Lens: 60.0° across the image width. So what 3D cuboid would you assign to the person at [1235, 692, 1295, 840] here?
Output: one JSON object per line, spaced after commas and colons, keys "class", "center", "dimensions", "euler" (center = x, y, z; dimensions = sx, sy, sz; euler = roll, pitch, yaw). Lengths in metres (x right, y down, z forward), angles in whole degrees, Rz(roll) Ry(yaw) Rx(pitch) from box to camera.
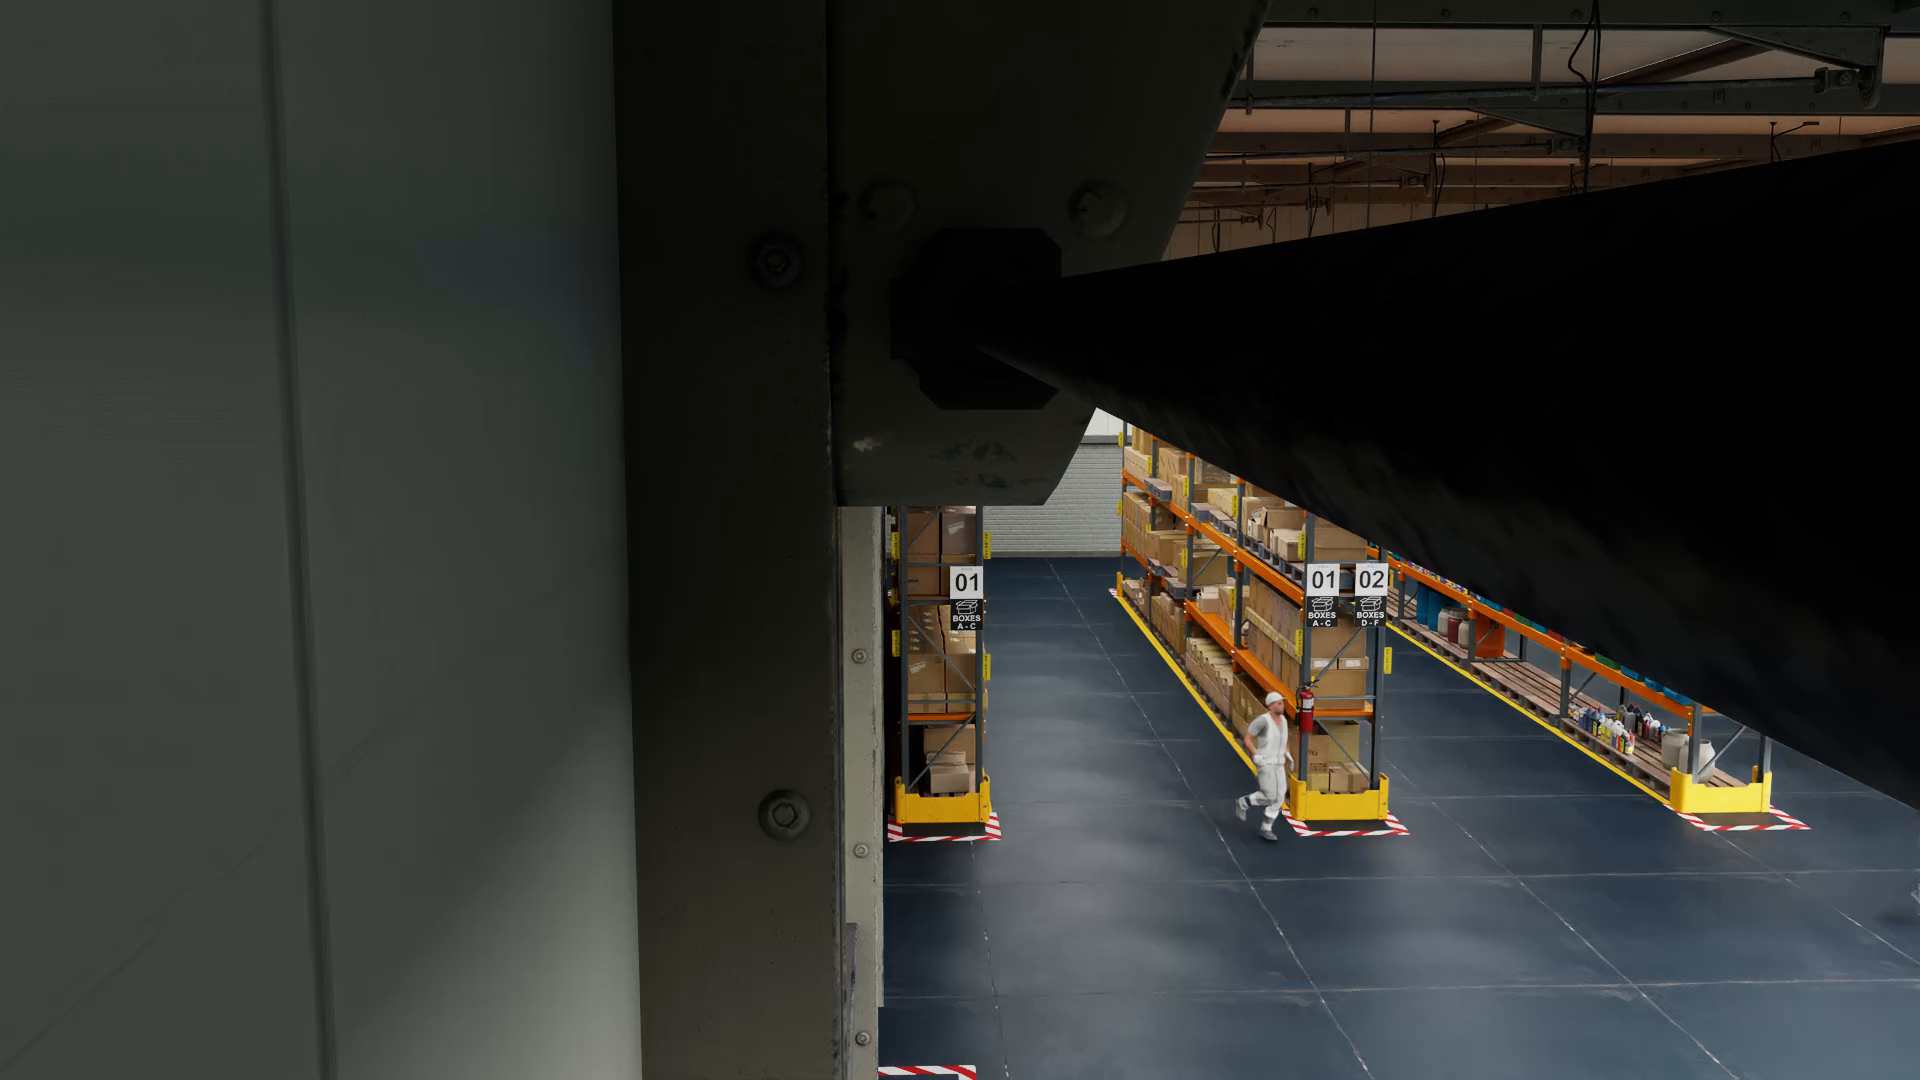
{"class": "person", "center": [3.742, 2.682, 20.012], "dimensions": [0.703, 1.715, 0.686], "euler": [-6, 10, -36]}
